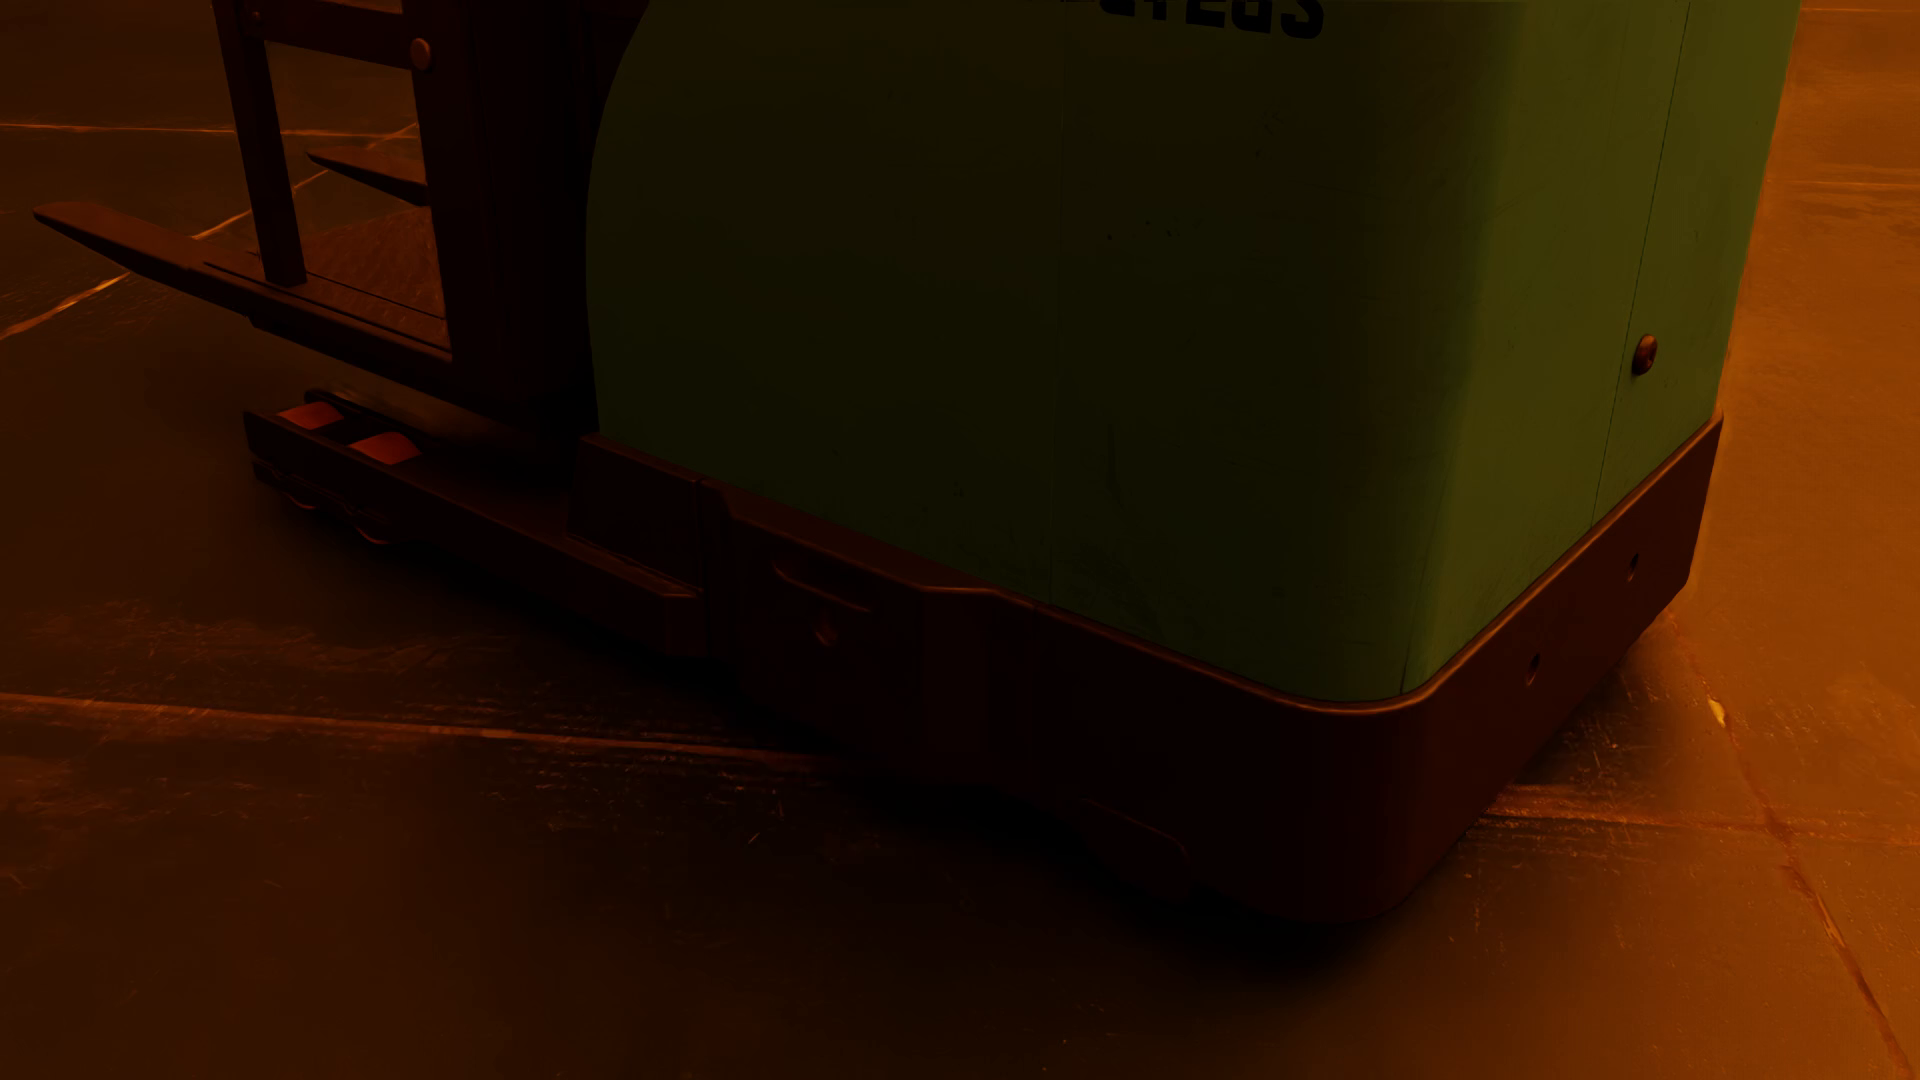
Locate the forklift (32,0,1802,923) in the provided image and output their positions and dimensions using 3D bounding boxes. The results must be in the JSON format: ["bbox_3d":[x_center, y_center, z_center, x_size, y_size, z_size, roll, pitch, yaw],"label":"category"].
[{"bbox_3d":[-0.476,-1.466,2.156,3.031,2.935,1.130,20,33,34],"label":"forklift"}]
